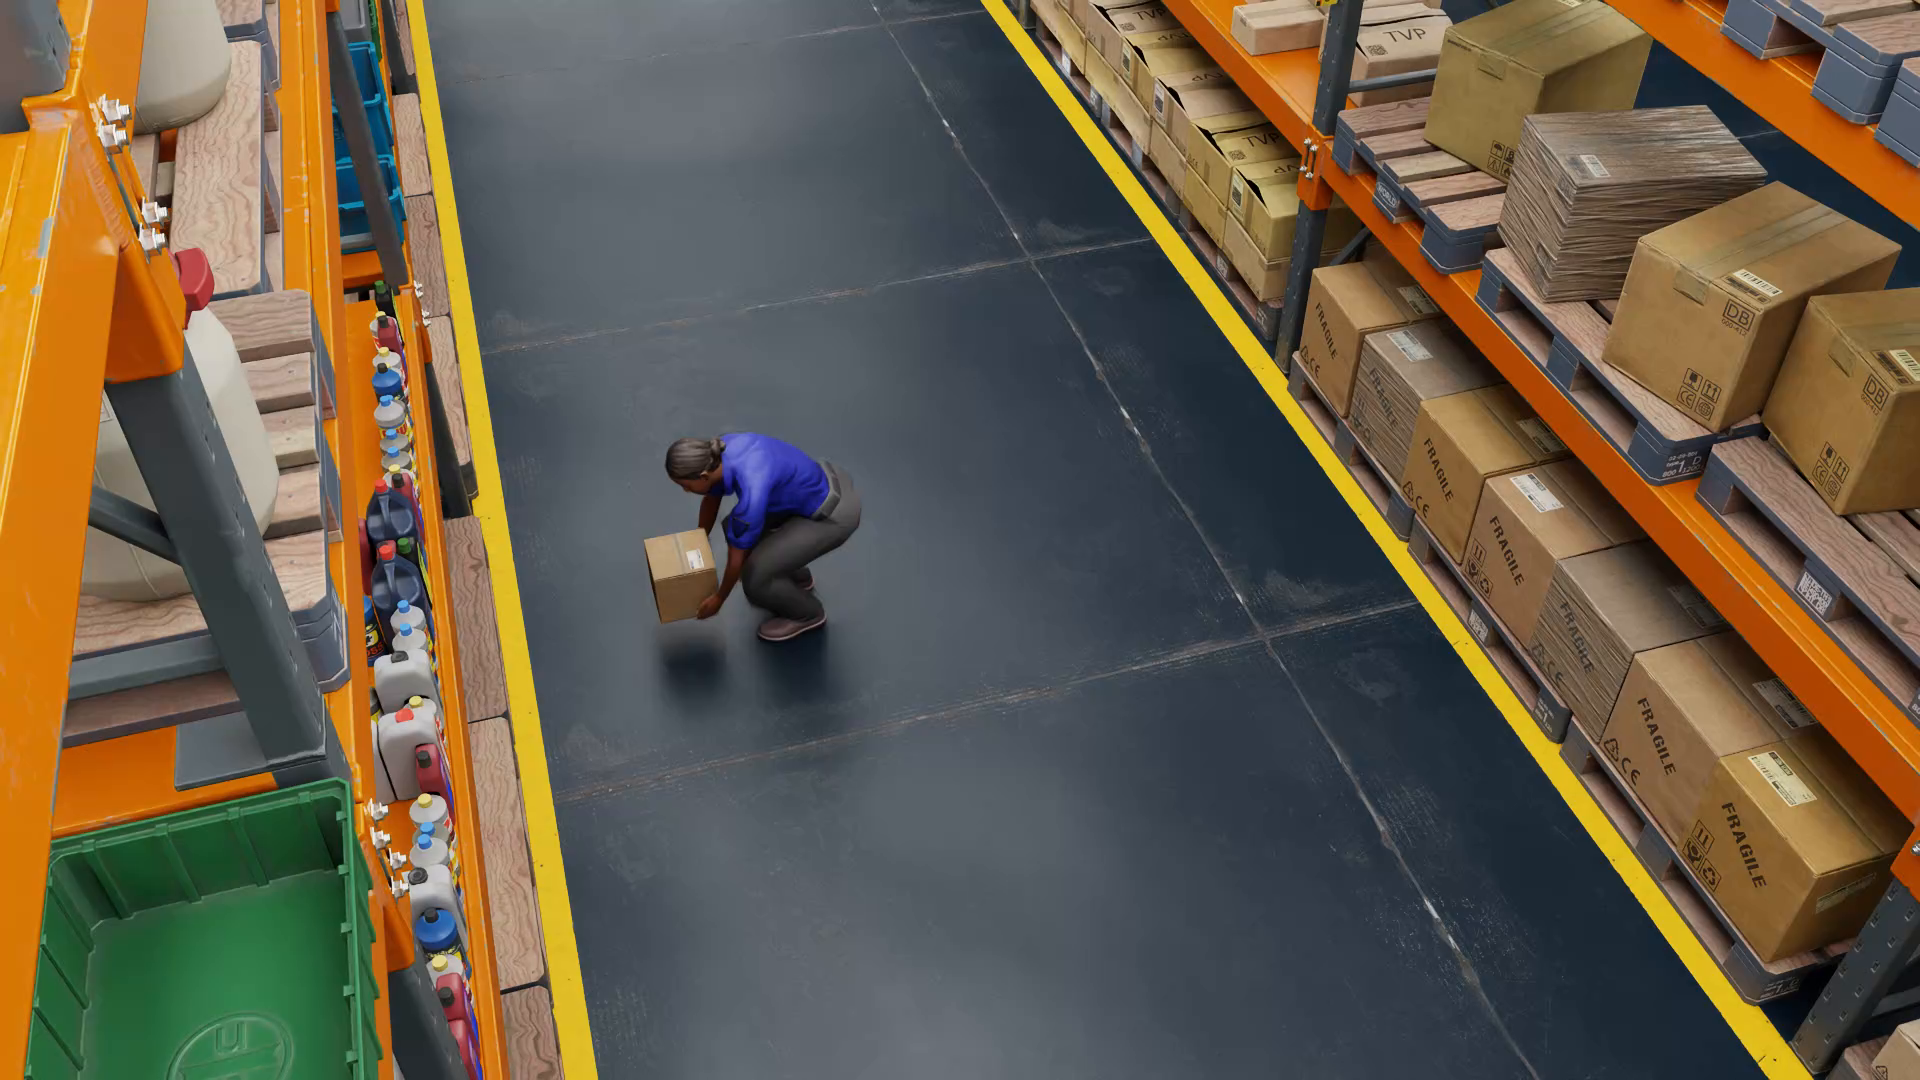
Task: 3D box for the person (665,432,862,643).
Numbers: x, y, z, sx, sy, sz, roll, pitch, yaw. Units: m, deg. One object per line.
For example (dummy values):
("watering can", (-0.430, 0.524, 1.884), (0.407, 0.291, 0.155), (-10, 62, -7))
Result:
("person", (-0.763, -0.056, 6.684), (0.755, 1.046, 0.488), (-12, 44, -13))
